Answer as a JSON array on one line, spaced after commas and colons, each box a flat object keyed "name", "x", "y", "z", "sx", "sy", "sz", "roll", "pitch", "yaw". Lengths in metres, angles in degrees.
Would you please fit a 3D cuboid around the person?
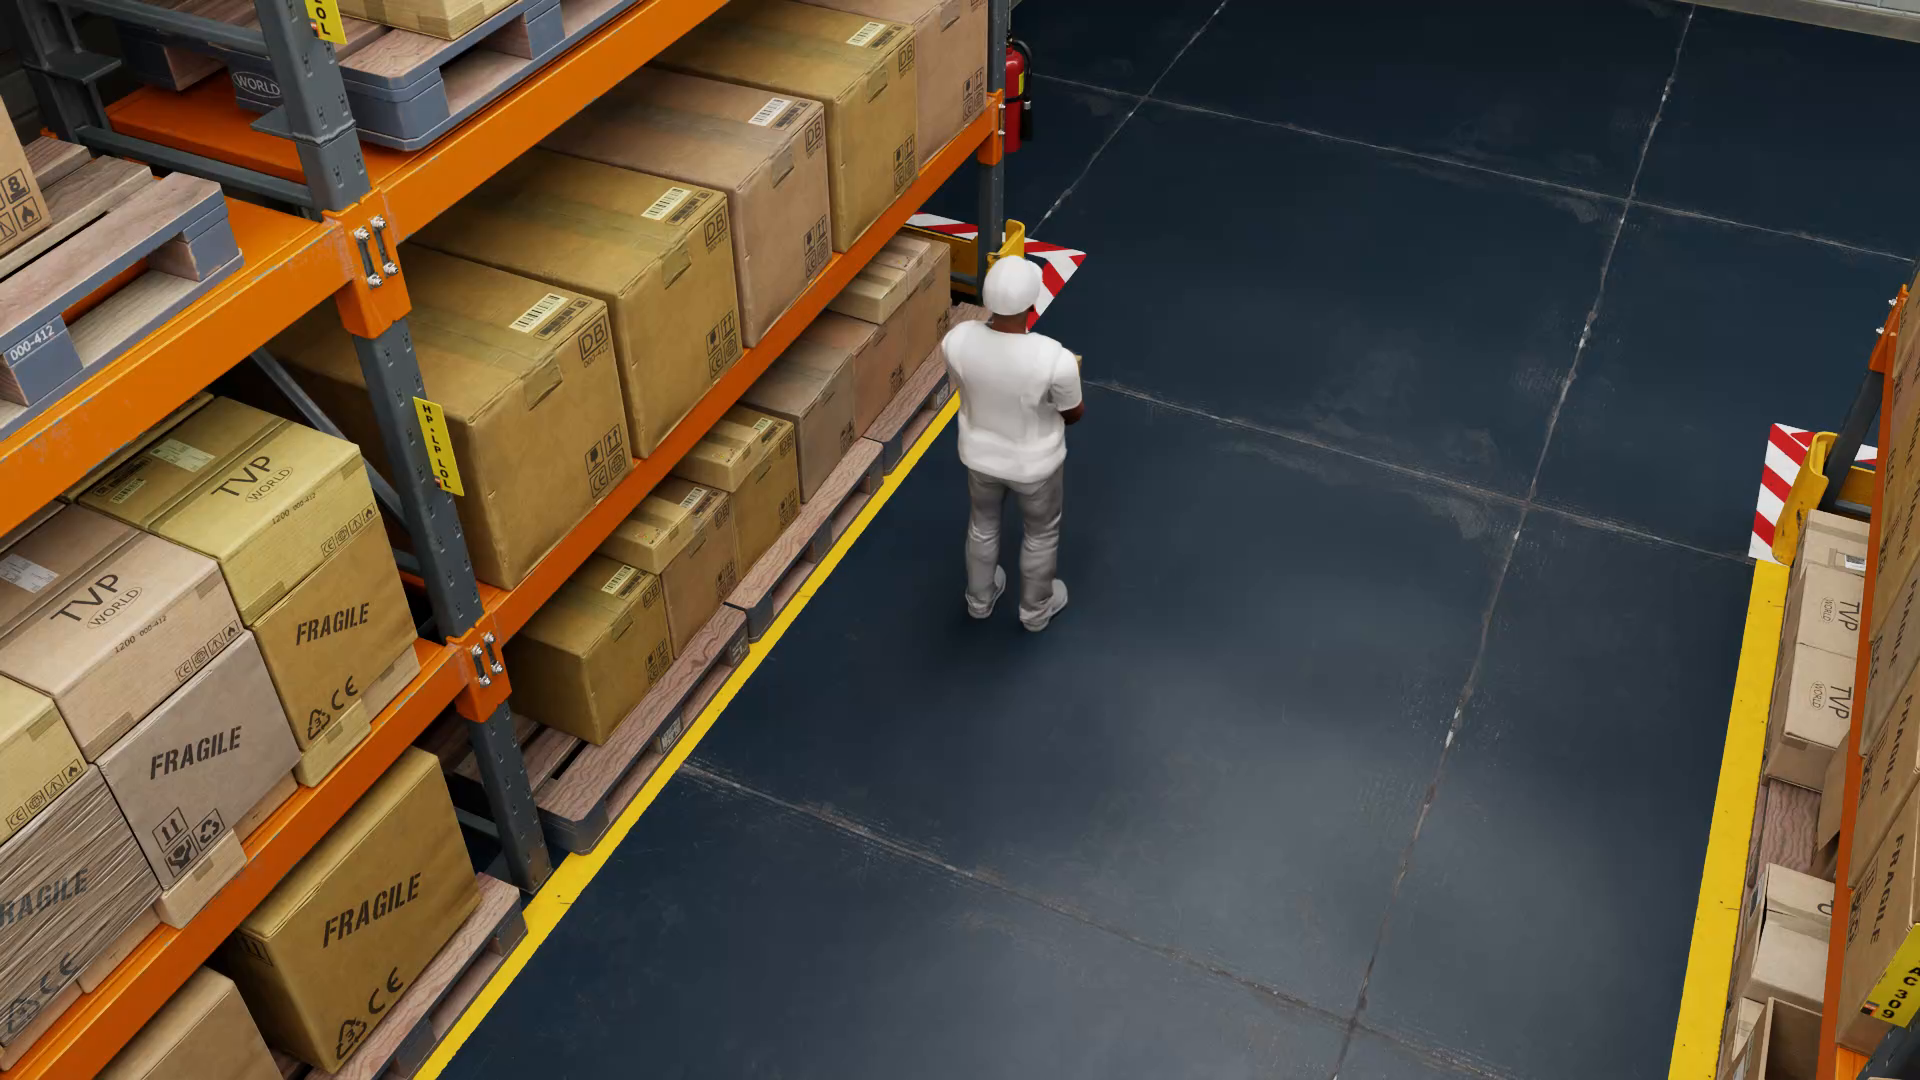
[{"name": "person", "x": 0.240, "y": -0.405, "z": 6.594, "sx": 0.535, "sy": 1.769, "sz": 0.560, "roll": 16, "pitch": 44, "yaw": 17}]
